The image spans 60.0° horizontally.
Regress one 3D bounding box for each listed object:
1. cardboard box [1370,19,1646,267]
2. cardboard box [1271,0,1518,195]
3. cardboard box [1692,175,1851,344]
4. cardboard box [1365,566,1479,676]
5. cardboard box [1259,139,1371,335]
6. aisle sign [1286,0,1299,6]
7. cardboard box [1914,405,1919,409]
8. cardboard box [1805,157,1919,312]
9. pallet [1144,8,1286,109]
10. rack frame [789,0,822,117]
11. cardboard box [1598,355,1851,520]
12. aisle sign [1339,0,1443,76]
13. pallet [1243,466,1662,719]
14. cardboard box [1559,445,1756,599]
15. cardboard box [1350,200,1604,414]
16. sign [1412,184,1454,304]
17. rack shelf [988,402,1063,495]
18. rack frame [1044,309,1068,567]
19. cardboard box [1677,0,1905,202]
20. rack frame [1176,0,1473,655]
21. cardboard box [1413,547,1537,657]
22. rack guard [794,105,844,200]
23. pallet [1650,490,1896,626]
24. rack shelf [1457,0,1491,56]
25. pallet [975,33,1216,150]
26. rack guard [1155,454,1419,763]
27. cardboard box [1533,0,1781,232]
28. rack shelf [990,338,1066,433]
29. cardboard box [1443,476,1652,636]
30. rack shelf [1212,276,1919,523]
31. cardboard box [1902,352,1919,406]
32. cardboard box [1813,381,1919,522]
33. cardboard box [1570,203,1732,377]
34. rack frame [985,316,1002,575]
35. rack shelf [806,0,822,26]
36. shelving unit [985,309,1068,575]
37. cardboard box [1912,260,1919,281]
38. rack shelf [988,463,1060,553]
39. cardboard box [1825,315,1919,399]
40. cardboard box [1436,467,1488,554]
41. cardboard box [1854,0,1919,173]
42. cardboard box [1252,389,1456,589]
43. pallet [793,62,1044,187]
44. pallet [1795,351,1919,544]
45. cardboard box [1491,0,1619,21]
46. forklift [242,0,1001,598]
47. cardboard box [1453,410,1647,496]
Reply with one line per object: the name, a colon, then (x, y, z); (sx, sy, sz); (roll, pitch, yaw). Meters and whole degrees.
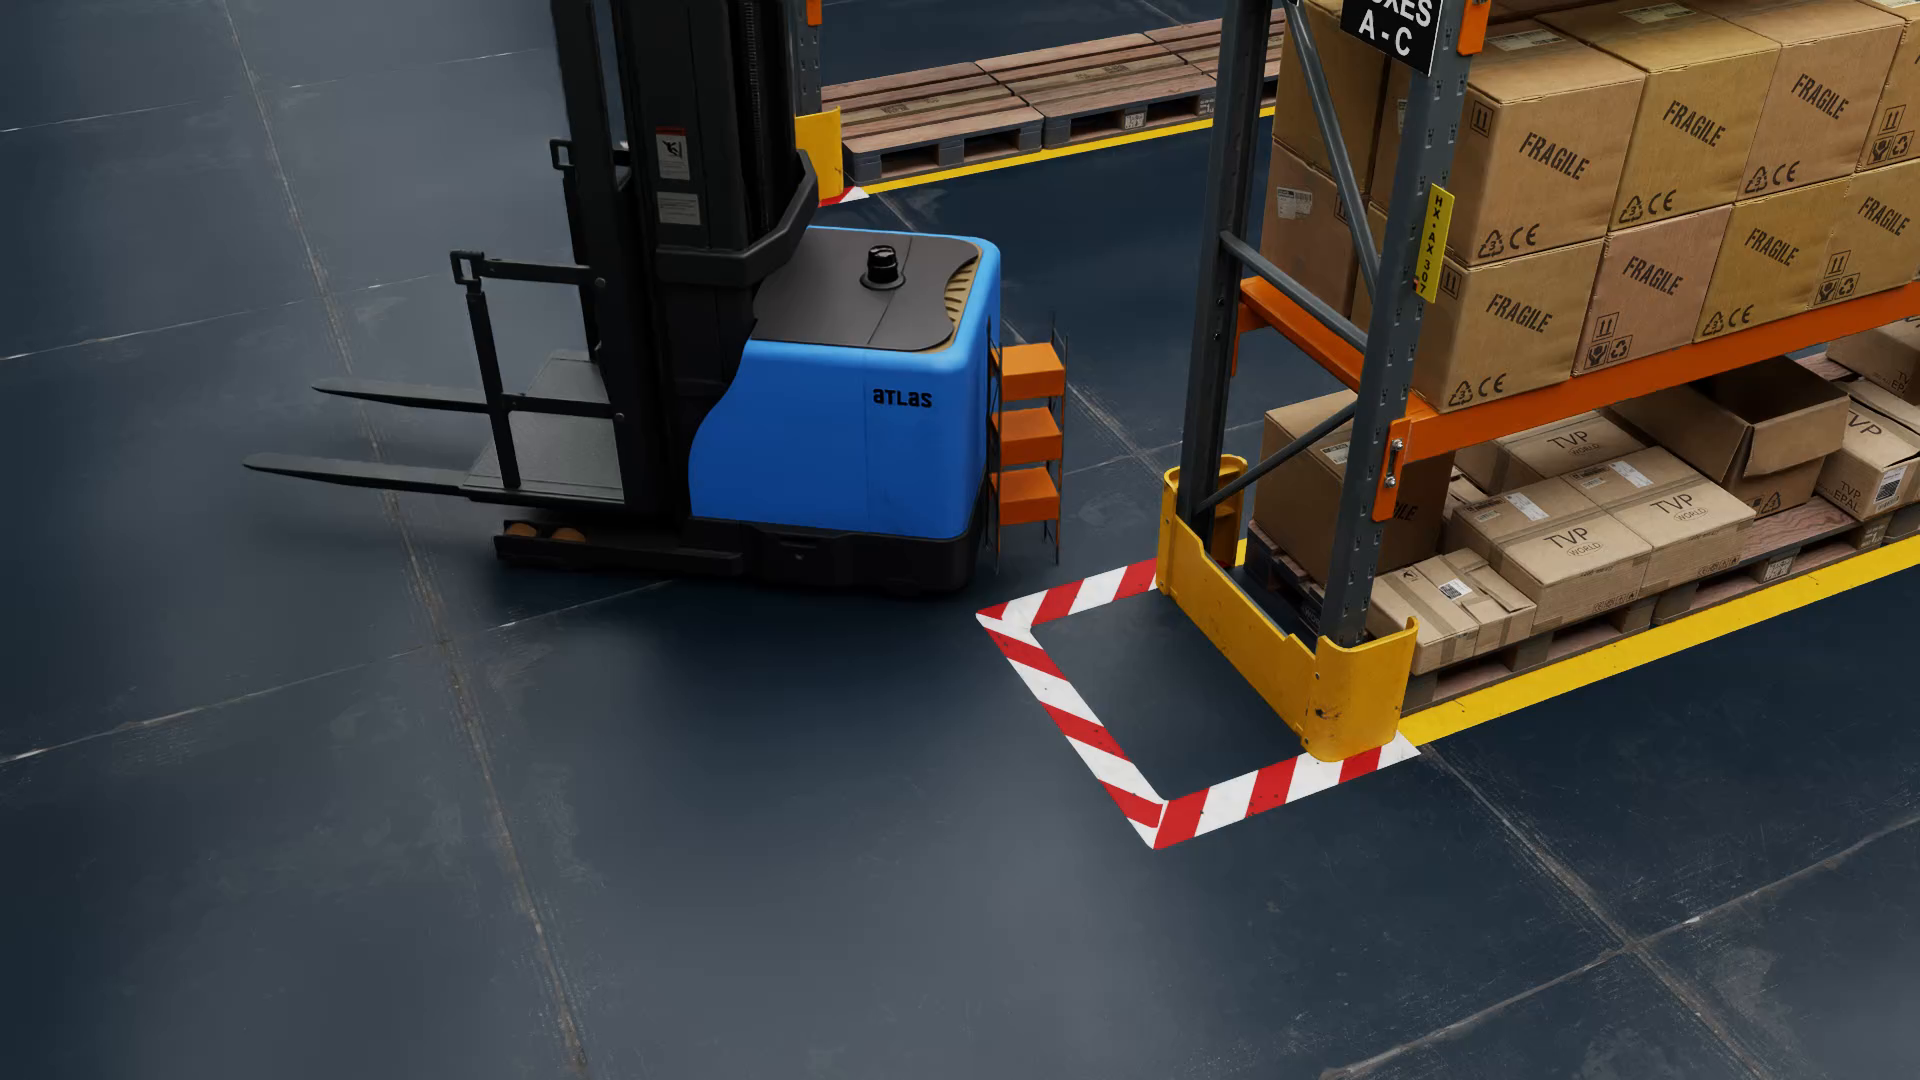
cardboard box: (1.592, -1.177, 4.896); (0.500, 0.500, 0.500); (-14, 39, -19)
cardboard box: (1.365, -1.468, 5.288); (0.500, 0.500, 0.500); (-16, 39, -20)
cardboard box: (2.513, -1.035, 5.543); (0.500, 0.500, 0.500); (-16, 39, -20)
cardboard box: (1.604, 0.282, 5.875); (0.250, 0.149, 0.380); (-16, 39, -20)
cardboard box: (1.369, -1.066, 5.585); (0.500, 0.500, 0.500); (-14, 39, -19)
aisle sign: (0.887, -1.958, 4.689); (0.004, 0.787, 0.394); (-16, 39, -20)
cardboard box: (3.991, -0.385, 6.775); (0.250, 0.149, 0.380); (-16, 39, -20)
cardboard box: (2.966, -1.160, 5.713); (0.500, 0.500, 0.500); (-15, 39, -19)
pallet: (1.949, -3.123, 10.784); (1.213, 0.211, 1.003); (-16, 39, -20)
rack frame: (-1.023, -3.438, 8.867); (0.127, 3.000, 1.000); (-16, 39, -20)
cardboard box: (3.001, -0.474, 6.597); (0.637, 0.503, 0.797); (-16, 39, -20)
aisle sign: (1.142, -1.634, 4.253); (0.004, 0.787, 0.394); (-16, 39, -20)
pallet: (1.869, 0.133, 6.394); (1.213, 0.211, 1.003); (-16, 39, -20)
cardboard box: (2.597, -0.076, 6.273); (0.500, 0.250, 0.500); (-16, 39, -20)
cardboard box: (1.592, -0.776, 5.194); (0.500, 0.500, 0.500); (-15, 39, -19)
sign: (1.309, -0.821, 4.612); (0.005, 0.325, 0.100); (-16, 39, -20)
rack shelf: (0.246, -0.349, 6.358); (0.240, 0.259, 0.215); (-7, 37, -10)
rack frame: (0.365, -0.373, 6.372); (0.008, 1.050, 0.200); (-7, 37, -10)
cardboard box: (2.517, -1.438, 5.247); (0.500, 0.500, 0.500); (-15, 39, -19)
rack frame: (1.079, -0.766, 5.264); (0.127, 3.000, 1.000); (-16, 39, -20)
cardboard box: (1.830, 0.212, 5.956); (0.250, 0.166, 0.380); (-16, 39, -20)
rack guard: (-1.039, -2.421, 9.594); (0.348, 0.500, 1.175); (-16, 39, -20)
pallet: (2.972, -0.173, 6.807); (1.213, 0.211, 1.003); (-16, 39, -20)
rack shelf: (2.889, -2.188, 5.267); (4.000, 0.370, 1.077); (-16, 39, -20)
pallet: (0.843, -2.812, 10.364); (1.213, 0.211, 1.003); (-16, 39, -20)
rack guard: (1.148, 0.219, 6.035); (0.348, 0.500, 1.175); (-16, 39, -20)
cardboard box: (2.062, -1.314, 5.080); (0.500, 0.500, 0.500); (-15, 39, -19)
rack shelf: (0.246, -0.577, 6.188); (0.240, 0.259, 0.215); (-7, 37, -10)
cardboard box: (2.144, 0.051, 6.102); (0.500, 0.250, 0.500); (-16, 39, -20)
rack shelf: (2.889, -0.983, 6.161); (4.000, 0.370, 1.077); (-16, 39, -20)
cardboard box: (4.304, -0.654, 6.842); (0.500, 0.500, 0.500); (-16, 39, -20)
cardboard box: (3.626, -0.388, 6.643); (0.500, 0.311, 0.500); (-16, 39, -20)
cardboard box: (2.057, -0.909, 5.374); (0.500, 0.500, 0.500); (-16, 39, -20)
rack frame: (0.127, -0.342, 6.330); (0.008, 1.050, 0.200); (-7, 37, -10)
rack shelf: (0.788, -3.655, 9.764); (4.000, 0.370, 1.077); (-16, 39, -20)
shelving unit: (0.246, -0.358, 6.351); (0.252, 1.050, 0.215); (-7, 37, -10)
cardboard box: (3.426, -1.291, 5.888); (0.500, 0.500, 0.500); (-15, 39, -19)
rack shelf: (0.246, -0.126, 6.523); (0.240, 0.259, 0.215); (-7, 37, -10)
cardboard box: (4.228, -0.885, 7.313); (0.500, 0.311, 0.500); (-16, 39, -20)
cardboard box: (1.871, -0.129, 6.415); (0.250, 0.166, 0.380); (-16, 39, -20)
cardboard box: (2.977, -1.567, 5.421); (0.500, 0.500, 0.500); (-16, 39, -20)
cardboard box: (1.466, -0.209, 6.242); (0.500, 0.500, 0.500); (-16, 39, -20)
pallet: (-0.259, -2.506, 9.951); (1.213, 0.211, 1.003); (-16, 39, -20)
pallet: (4.078, -0.485, 7.226); (1.213, 0.211, 1.003); (-16, 39, -20)
cardboard box: (1.822, -1.597, 5.461); (0.500, 0.500, 0.500); (-15, 39, -19)
forklift: (-1.389, -1.362, 6.126); (3.031, 2.935, 1.130); (5, 37, 7)
cardboard box: (2.339, -0.333, 6.619); (0.500, 0.250, 0.500); (-16, 39, -20)
